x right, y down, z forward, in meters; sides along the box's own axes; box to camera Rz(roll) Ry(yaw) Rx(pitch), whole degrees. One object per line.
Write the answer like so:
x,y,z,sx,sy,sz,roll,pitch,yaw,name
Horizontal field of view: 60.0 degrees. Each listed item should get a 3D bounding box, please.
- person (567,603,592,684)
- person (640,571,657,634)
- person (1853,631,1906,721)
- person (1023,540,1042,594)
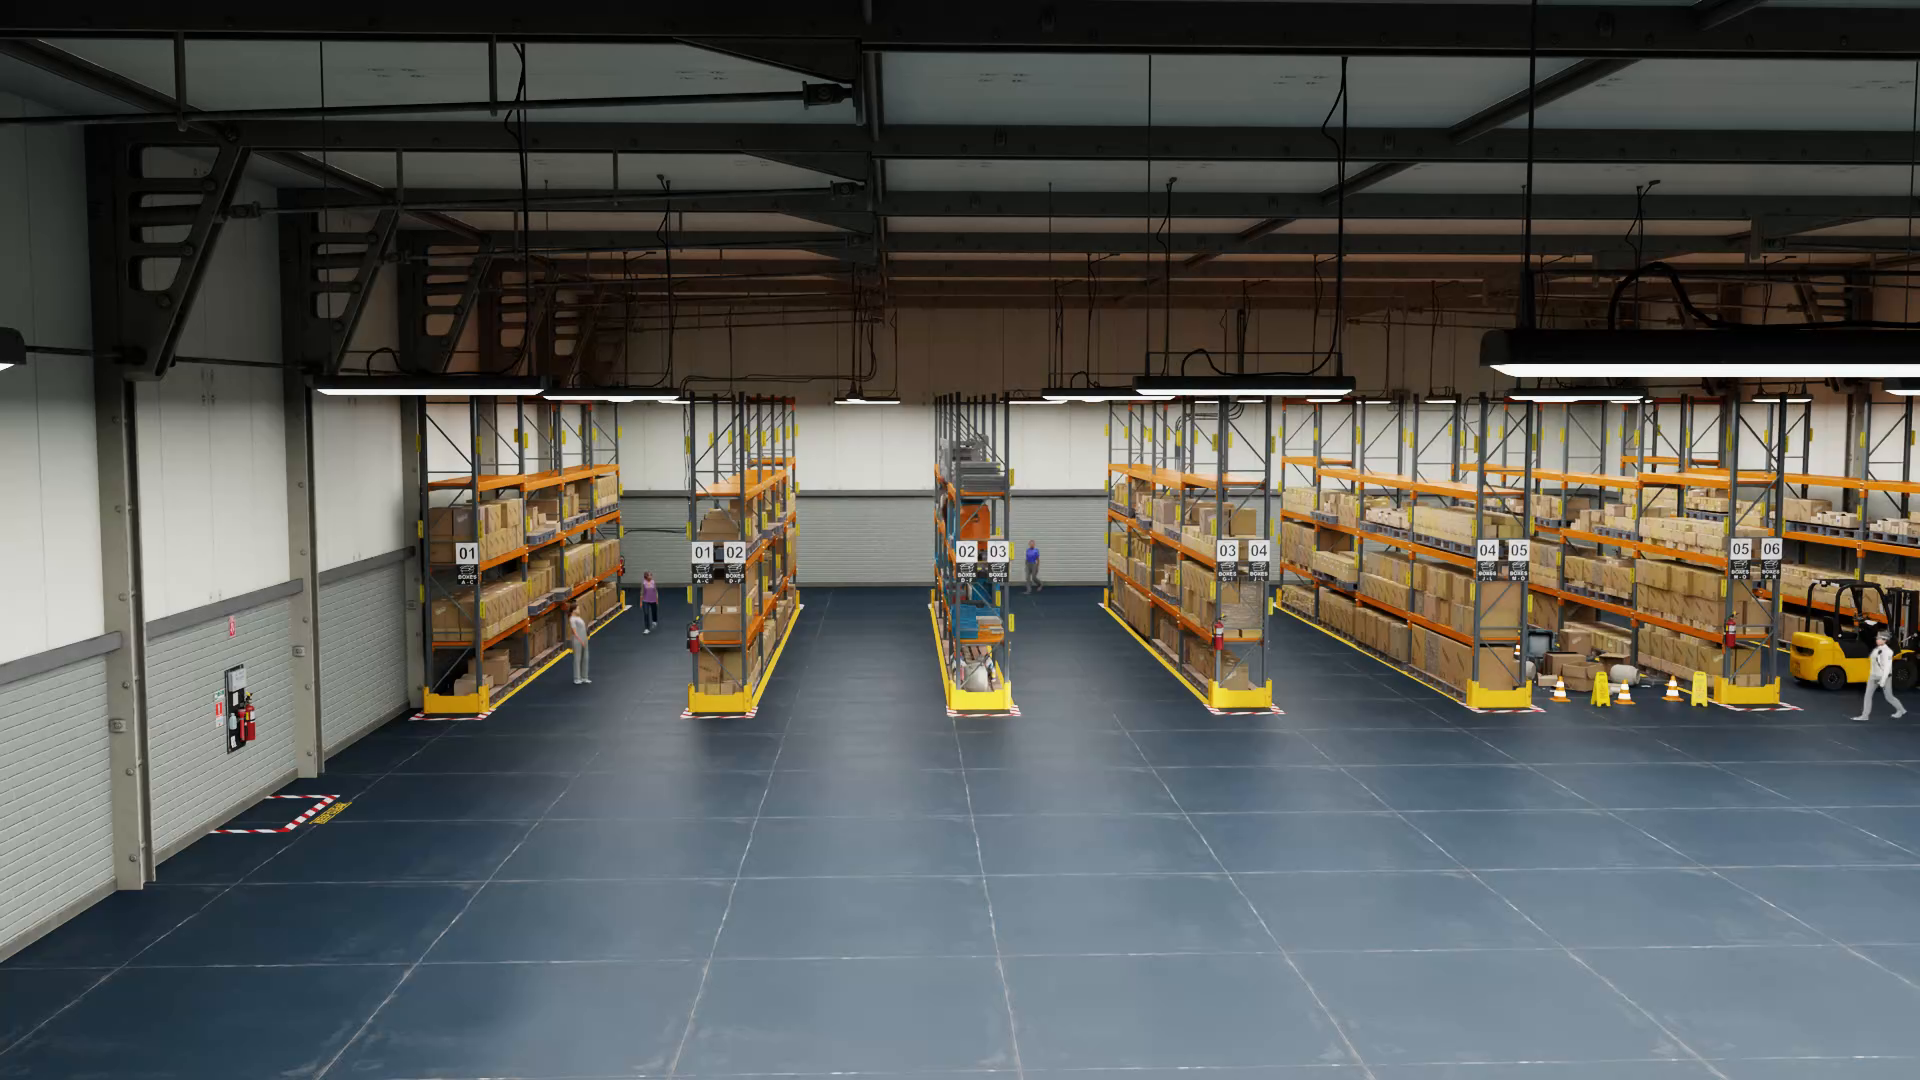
-7.859,2.148,34.422,0.524,1.704,0.507,3,5,29,person
-7.883,1.608,42.111,0.447,1.468,0.637,-1,5,-9,person
16.750,2.476,30.193,0.943,1.650,0.454,-2,5,-21,person
2.208,0.829,50.818,0.452,1.629,0.649,3,6,34,person
